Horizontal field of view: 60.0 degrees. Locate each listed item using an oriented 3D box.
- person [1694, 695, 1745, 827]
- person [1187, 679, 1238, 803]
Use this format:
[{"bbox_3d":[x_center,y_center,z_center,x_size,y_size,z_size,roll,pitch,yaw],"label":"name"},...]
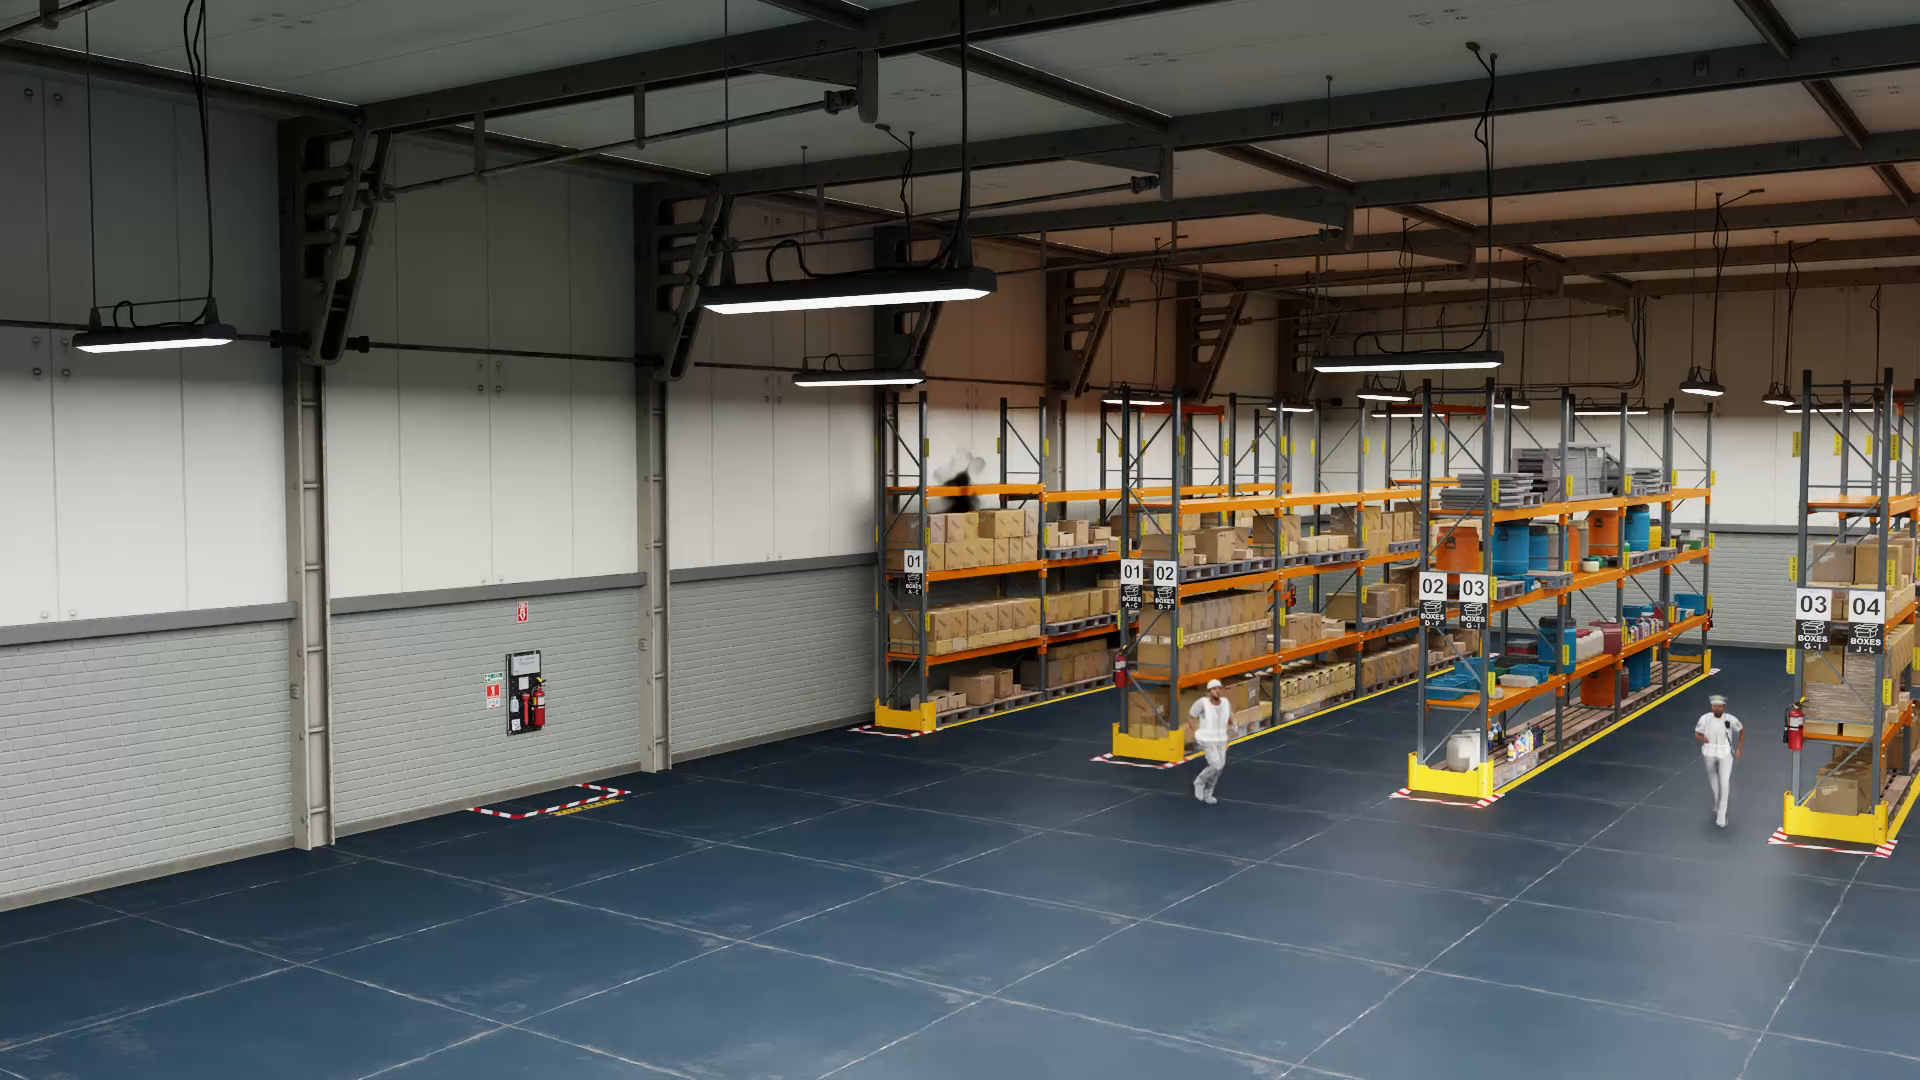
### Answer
[{"bbox_3d":[10.198,2.927,22.369,0.608,1.719,0.869,2,4,35],"label":"person"},{"bbox_3d":[3.601,2.828,23.322,0.661,1.744,0.594,-2,4,-26],"label":"person"}]
